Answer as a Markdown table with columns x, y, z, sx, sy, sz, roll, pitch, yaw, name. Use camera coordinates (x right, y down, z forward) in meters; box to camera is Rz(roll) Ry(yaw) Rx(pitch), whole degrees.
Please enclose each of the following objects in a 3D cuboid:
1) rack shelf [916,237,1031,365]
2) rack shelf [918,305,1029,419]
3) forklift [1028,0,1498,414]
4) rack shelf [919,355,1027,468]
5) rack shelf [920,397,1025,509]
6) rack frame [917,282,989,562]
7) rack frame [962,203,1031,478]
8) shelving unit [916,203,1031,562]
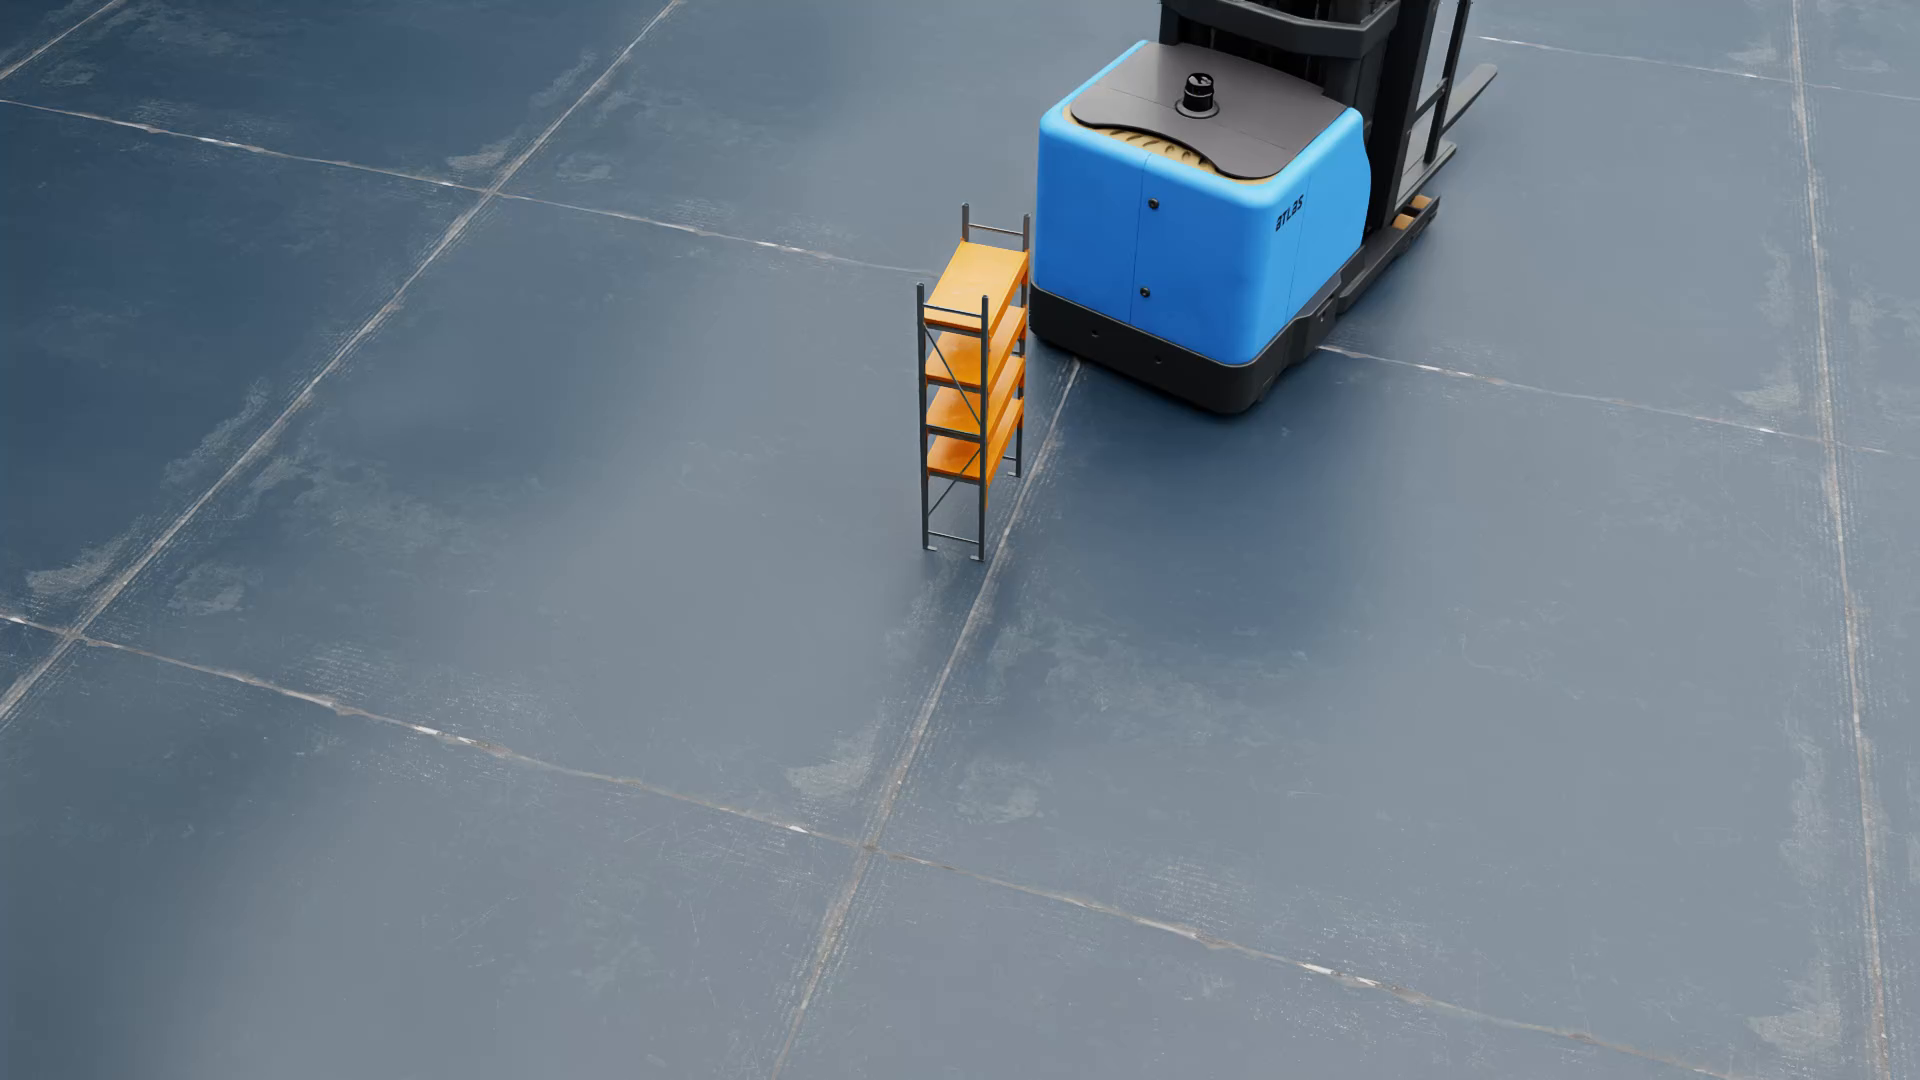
| x | y | z | sx | sy | sz | roll | pitch | yaw | name |
| --- | --- | --- | --- | --- | --- | --- | --- | --- | --- |
| 0.050 | -0.820 | 5.668 | 0.258 | 0.148 | 0.480 | 13 | 46 | 13 | rack shelf |
| 0.050 | -0.651 | 5.834 | 0.258 | 0.148 | 0.480 | 13 | 46 | 13 | rack shelf |
| 1.556 | -2.546 | 6.756 | 1.130 | 2.935 | 3.031 | 27 | 50 | 25 | forklift |
| 0.050 | -0.491 | 5.990 | 0.258 | 0.148 | 0.480 | 13 | 46 | 13 | rack shelf |
| 0.050 | -0.349 | 6.129 | 0.258 | 0.148 | 0.480 | 13 | 46 | 13 | rack shelf |
| -0.024 | -0.377 | 5.777 | 0.240 | 1.200 | 0.015 | 13 | 46 | 13 | rack frame |
| 0.124 | -0.702 | 6.109 | 0.240 | 1.200 | 0.015 | 13 | 46 | 13 | rack frame |
| 0.050 | -0.539 | 5.943 | 0.258 | 1.200 | 0.503 | 13 | 46 | 13 | shelving unit |
